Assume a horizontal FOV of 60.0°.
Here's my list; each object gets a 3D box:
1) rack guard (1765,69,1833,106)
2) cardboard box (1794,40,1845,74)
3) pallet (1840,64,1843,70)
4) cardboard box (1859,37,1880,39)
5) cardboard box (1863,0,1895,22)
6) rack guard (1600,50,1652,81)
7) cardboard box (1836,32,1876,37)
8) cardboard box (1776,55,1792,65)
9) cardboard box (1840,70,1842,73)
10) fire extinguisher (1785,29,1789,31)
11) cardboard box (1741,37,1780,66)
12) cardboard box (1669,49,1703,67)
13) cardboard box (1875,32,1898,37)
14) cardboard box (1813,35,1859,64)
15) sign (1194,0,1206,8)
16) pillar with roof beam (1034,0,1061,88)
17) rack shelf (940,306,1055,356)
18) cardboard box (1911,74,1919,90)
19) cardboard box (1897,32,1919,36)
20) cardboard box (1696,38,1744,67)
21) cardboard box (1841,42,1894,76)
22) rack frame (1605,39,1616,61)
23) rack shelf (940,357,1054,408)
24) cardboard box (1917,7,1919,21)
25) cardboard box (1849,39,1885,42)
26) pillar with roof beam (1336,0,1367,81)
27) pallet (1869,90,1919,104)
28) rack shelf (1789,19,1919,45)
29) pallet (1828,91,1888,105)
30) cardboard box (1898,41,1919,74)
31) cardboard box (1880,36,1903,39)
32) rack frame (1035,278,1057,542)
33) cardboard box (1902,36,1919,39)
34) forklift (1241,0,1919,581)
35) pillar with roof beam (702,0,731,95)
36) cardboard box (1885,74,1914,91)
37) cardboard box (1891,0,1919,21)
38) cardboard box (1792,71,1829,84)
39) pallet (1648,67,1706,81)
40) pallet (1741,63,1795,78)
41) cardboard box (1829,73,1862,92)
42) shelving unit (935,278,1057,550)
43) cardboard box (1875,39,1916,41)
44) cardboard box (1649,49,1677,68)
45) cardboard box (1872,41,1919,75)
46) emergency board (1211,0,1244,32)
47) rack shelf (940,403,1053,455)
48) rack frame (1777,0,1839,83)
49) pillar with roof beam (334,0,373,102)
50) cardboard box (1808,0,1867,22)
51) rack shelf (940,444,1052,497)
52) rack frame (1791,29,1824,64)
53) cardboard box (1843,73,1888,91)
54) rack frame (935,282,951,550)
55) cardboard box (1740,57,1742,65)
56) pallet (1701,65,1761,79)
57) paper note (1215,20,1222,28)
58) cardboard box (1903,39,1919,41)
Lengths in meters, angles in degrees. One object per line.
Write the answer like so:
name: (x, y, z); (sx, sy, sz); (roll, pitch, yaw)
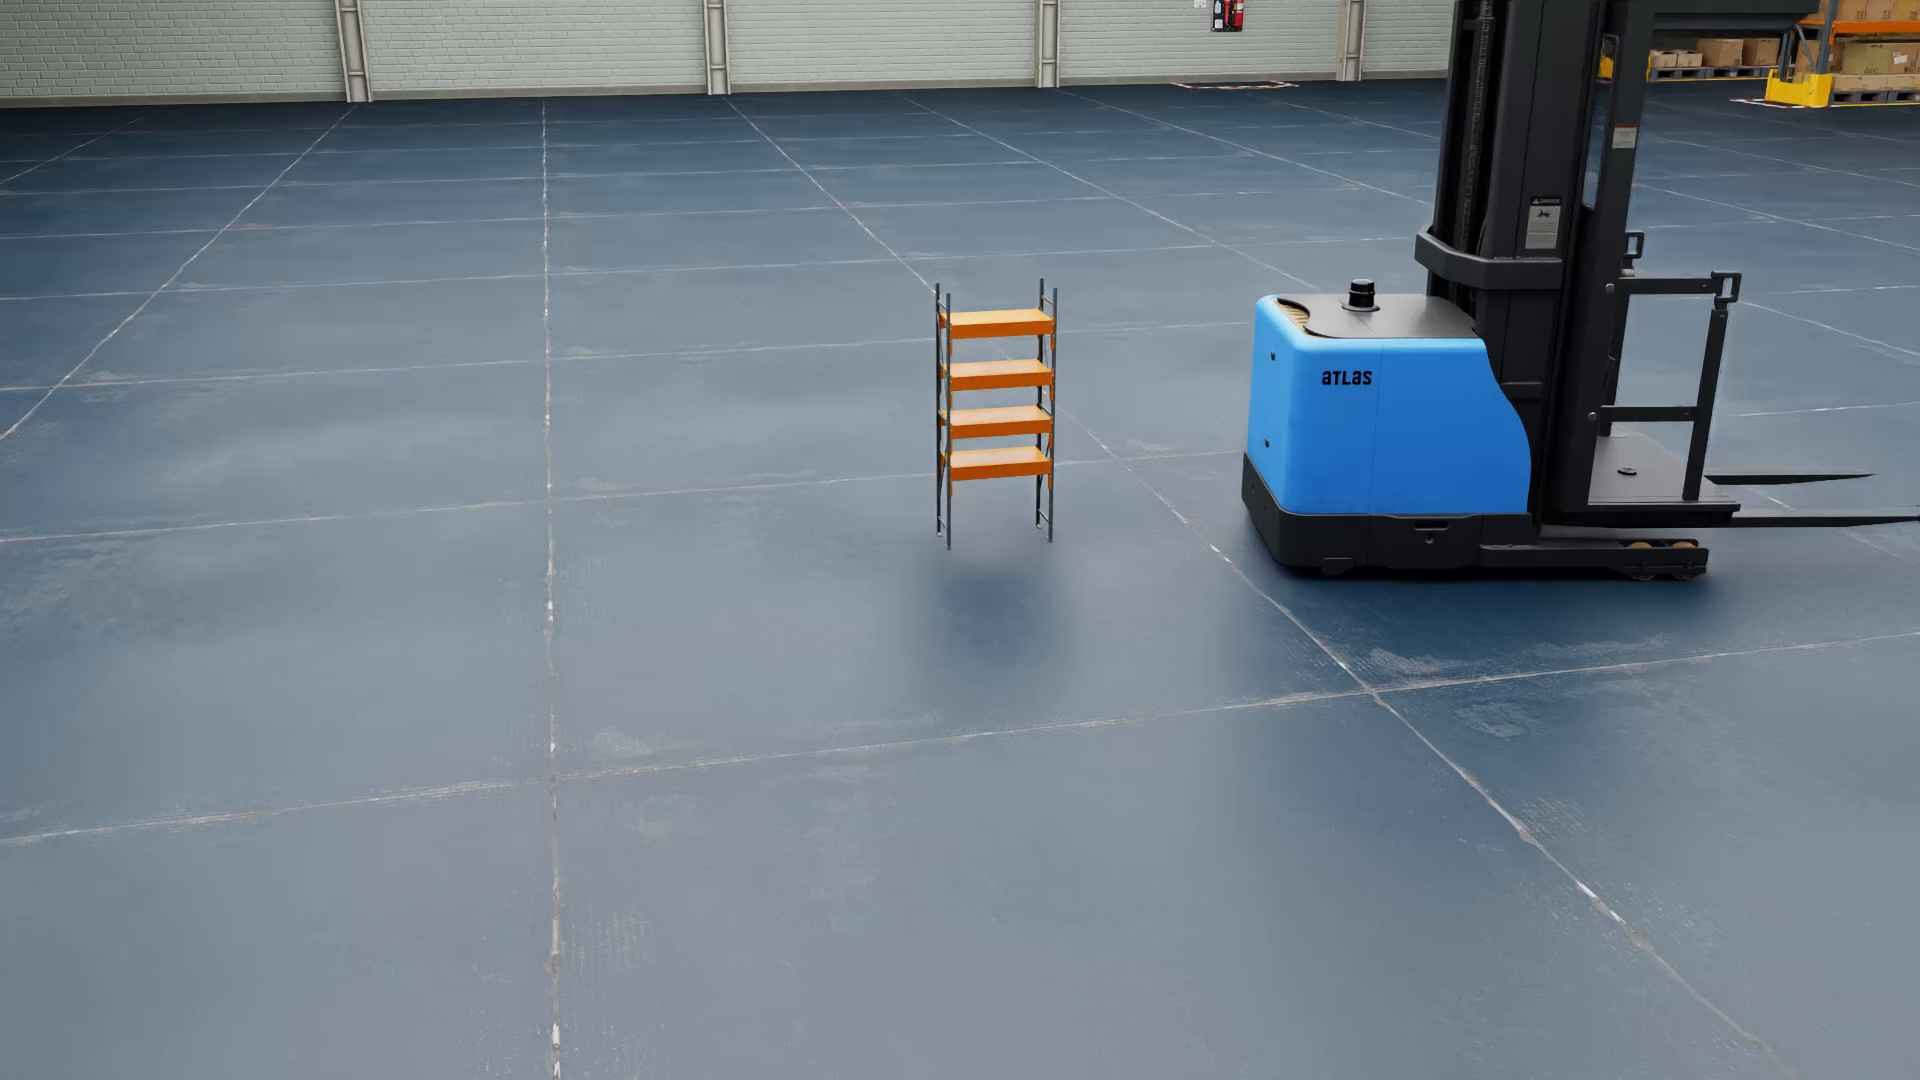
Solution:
rack guard: (13.908, -7.513, 27.596); (0.348, 0.500, 1.175); (-5, 21, -12)
cardboard box: (14.385, -8.088, 27.831); (0.500, 0.500, 0.500); (-5, 21, -12)
pallet: (17.438, -9.415, 33.211); (1.213, 0.211, 1.003); (-5, 21, -12)
cardboard box: (17.884, -9.817, 33.248); (0.500, 0.500, 0.700); (-5, 21, -14)
cardboard box: (14.899, -8.811, 27.361); (0.500, 0.500, 0.700); (-4, 21, -11)
rack guard: (12.862, -9.178, 32.144); (0.348, 0.500, 1.175); (-5, 21, -12)
cardboard box: (17.821, -10.147, 33.059); (0.500, 0.250, 0.500); (-5, 21, -14)
cardboard box: (16.167, -9.486, 32.830); (0.250, 0.166, 0.380); (-7, 21, -20)
cardboard box: (14.869, -7.779, 28.077); (0.500, 0.250, 0.500); (-5, 21, -12)
fire extinguisher: (13.709, -8.798, 27.584); (0.183, 0.674, 0.296); (-5, 21, -12)
cardboard box: (15.680, -9.600, 32.655); (0.500, 0.500, 0.500); (-6, 21, -17)
cardboard box: (14.037, -9.360, 32.275); (0.500, 0.311, 0.500); (-3, 20, -8)
cardboard box: (18.326, -10.190, 33.175); (0.500, 0.250, 0.500); (-5, 21, -14)
cardboard box: (17.393, -9.759, 33.090); (0.500, 0.500, 0.700); (-4, 20, -11)
sign: (4.456, -10.041, 30.812); (0.234, 0.329, 0.001); (-5, 21, -12)
pillar with roof beam: (2.583, -11.117, 25.080); (0.400, 9.000, 9.100); (-5, 21, -12)
rack shelf: (0.161, -0.945, 7.509); (0.480, 0.148, 0.258); (-5, 21, -12)
cardboard box: (15.965, -7.680, 27.807); (0.500, 0.250, 0.500); (-5, 21, -12)
cardboard box: (18.816, -10.223, 33.266); (0.500, 0.250, 0.500); (-5, 21, -13)
cardboard box: (14.762, -9.490, 32.355); (0.500, 0.500, 0.700); (-6, 21, -16)
cardboard box: (14.991, -7.955, 27.466); (0.500, 0.500, 0.500); (-5, 21, -12)
rack frame: (12.788, -10.346, 31.697); (0.127, 3.000, 1.000); (-5, 21, -12)
rack shelf: (0.161, -0.723, 7.590); (0.480, 0.148, 0.258); (-5, 21, -12)
cardboard box: (15.895, -8.891, 27.581); (0.500, 0.500, 0.700); (-4, 21, -11)
cardboard box: (15.355, -8.172, 28.061); (0.500, 0.500, 0.500); (-5, 21, -12)
pillar with roof beam: (8.422, -11.592, 26.377); (0.400, 9.000, 9.100); (-5, 21, -12)
pallet: (15.851, -7.549, 28.115); (1.213, 0.211, 1.003); (-5, 21, -12)
rack shelf: (15.878, -8.509, 27.727); (4.000, 0.370, 1.077); (-5, 21, -12)
pallet: (14.666, -7.453, 27.855); (1.213, 0.211, 1.003); (-5, 21, -12)
cardboard box: (15.965, -8.032, 27.678); (0.500, 0.500, 0.500); (-5, 21, -12)
cardboard box: (18.390, -9.844, 33.321); (0.500, 0.500, 0.700); (-4, 21, -12)
rack frame: (0.399, -0.596, 7.697); (0.015, 1.200, 0.240); (-5, 21, -12)
cardboard box: (18.879, -9.887, 33.439); (0.500, 0.500, 0.700); (-5, 21, -13)
forklift: (2.906, -1.380, 7.322); (3.031, 2.935, 1.130); (0, 20, -1)
pillar with roof beam: (-3.256, -10.642, 23.784); (0.400, 9.000, 9.100); (-5, 21, -12)
cardboard box: (15.477, -7.642, 27.704); (0.500, 0.250, 0.500); (-5, 21, -12)
cardboard box: (15.383, -8.848, 27.463); (0.500, 0.500, 0.700); (-5, 21, -12)
cardboard box: (14.385, -7.736, 27.958); (0.500, 0.250, 0.500); (-5, 21, -12)
pallet: (13.661, -9.095, 32.337); (1.213, 0.211, 1.003); (-5, 21, -12)
pallet: (16.035, -9.288, 32.864); (1.213, 0.211, 1.003); (-5, 21, -12)
cardboard box: (14.504, -7.562, 27.485); (0.500, 0.250, 0.500); (-5, 21, -12)
shelving unit: (0.161, -0.576, 7.644); (0.503, 1.200, 0.258); (-5, 21, -12)
cardboard box: (15.841, -8.212, 28.167); (0.500, 0.500, 0.500); (-5, 21, -12)
cardboard box: (13.482, -9.315, 32.151); (0.500, 0.311, 0.500); (-7, 21, -19)
cardboard box: (15.474, -7.998, 27.585); (0.500, 0.500, 0.500); (-5, 21, -12)
emergency board: (5.017, -10.033, 30.844); (0.643, 1.169, 0.194); (-5, 21, -12)
rack shelf: (0.161, -0.513, 7.667); (0.480, 0.148, 0.258); (-5, 21, -12)
rack frame: (13.931, -8.688, 27.172); (0.127, 3.000, 1.000); (-5, 21, -12)
pillar with roof beam: (-9.095, -10.167, 22.488); (0.400, 9.000, 9.100); (-5, 21, -12)
cardboard box: (14.389, -8.768, 27.244); (0.500, 0.500, 0.700); (-5, 21, -12)
rack shelf: (0.161, -0.327, 7.735); (0.480, 0.148, 0.258); (-5, 21, -12)
rack frame: (16.681, -10.663, 32.562); (0.127, 3.000, 1.000); (-5, 21, -12)
cardboard box: (14.990, -7.603, 27.596); (0.500, 0.250, 0.500); (-5, 21, -12)
rack frame: (-0.076, -0.557, 7.591); (0.015, 1.200, 0.240); (-5, 21, -12)
cardboard box: (15.119, -9.411, 32.649); (0.250, 0.149, 0.380); (-6, 21, -17)
pallet: (14.845, -9.191, 32.597); (1.213, 0.211, 1.003); (-5, 21, -12)
paper note: (4.829, -9.629, 31.020); (0.142, 0.148, 0.016); (-5, 21, -12)
cardboard box: (16.328, -8.252, 28.277); (0.500, 0.500, 0.500); (-5, 21, -12)
